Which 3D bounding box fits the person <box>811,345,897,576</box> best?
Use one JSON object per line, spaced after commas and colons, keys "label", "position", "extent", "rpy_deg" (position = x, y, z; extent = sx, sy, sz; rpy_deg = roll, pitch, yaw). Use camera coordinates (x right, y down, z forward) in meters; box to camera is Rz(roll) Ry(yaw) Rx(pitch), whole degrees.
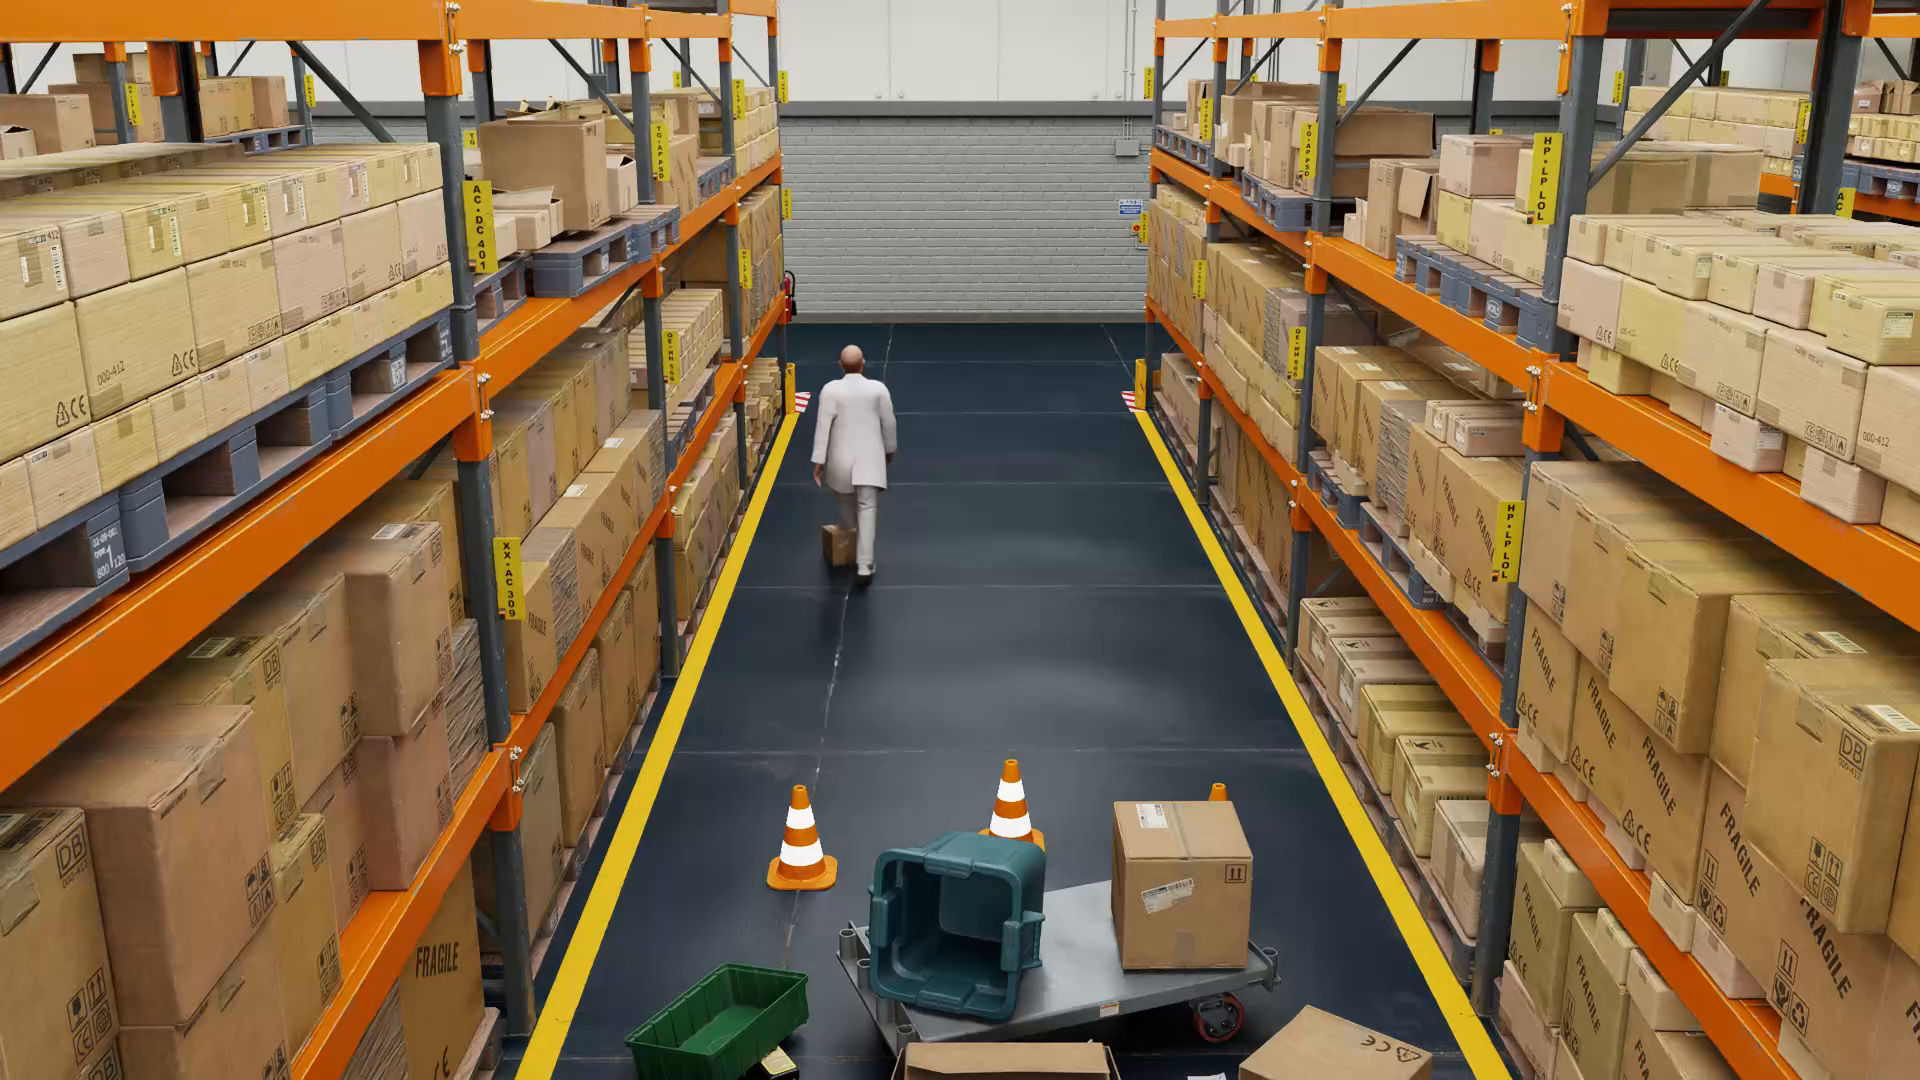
{"label": "person", "position": [-0.802, -0.644, 12.702], "extent": [0.637, 1.717, 1.194], "rpy_deg": [0, 17, 0]}
